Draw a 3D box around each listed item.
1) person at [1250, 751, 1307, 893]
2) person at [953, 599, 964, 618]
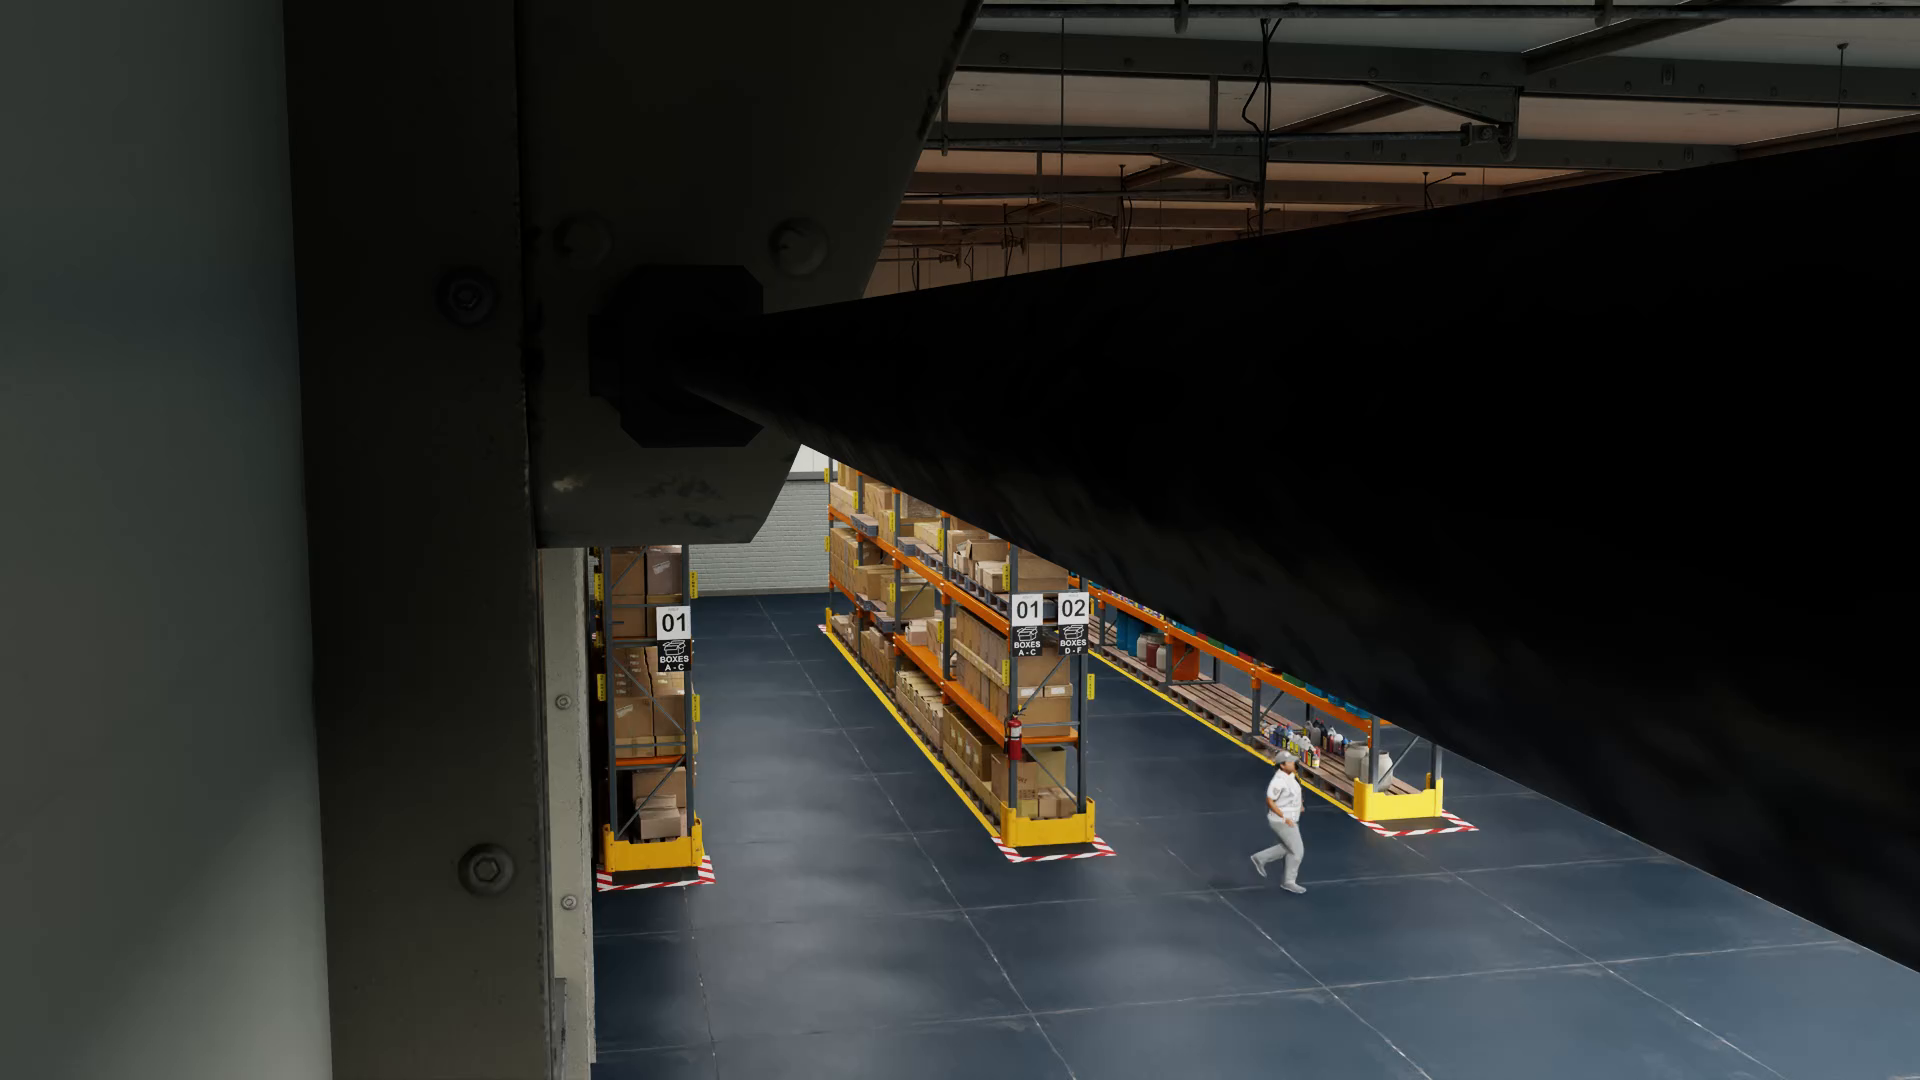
[{"bbox_3d":[3.715,3.249,19.288,0.649,1.656,0.602,2,7,19],"label":"person"},{"bbox_3d":[-0.006,1.358,35.065,0.549,1.617,0.839,-2,7,-20],"label":"person"}]
